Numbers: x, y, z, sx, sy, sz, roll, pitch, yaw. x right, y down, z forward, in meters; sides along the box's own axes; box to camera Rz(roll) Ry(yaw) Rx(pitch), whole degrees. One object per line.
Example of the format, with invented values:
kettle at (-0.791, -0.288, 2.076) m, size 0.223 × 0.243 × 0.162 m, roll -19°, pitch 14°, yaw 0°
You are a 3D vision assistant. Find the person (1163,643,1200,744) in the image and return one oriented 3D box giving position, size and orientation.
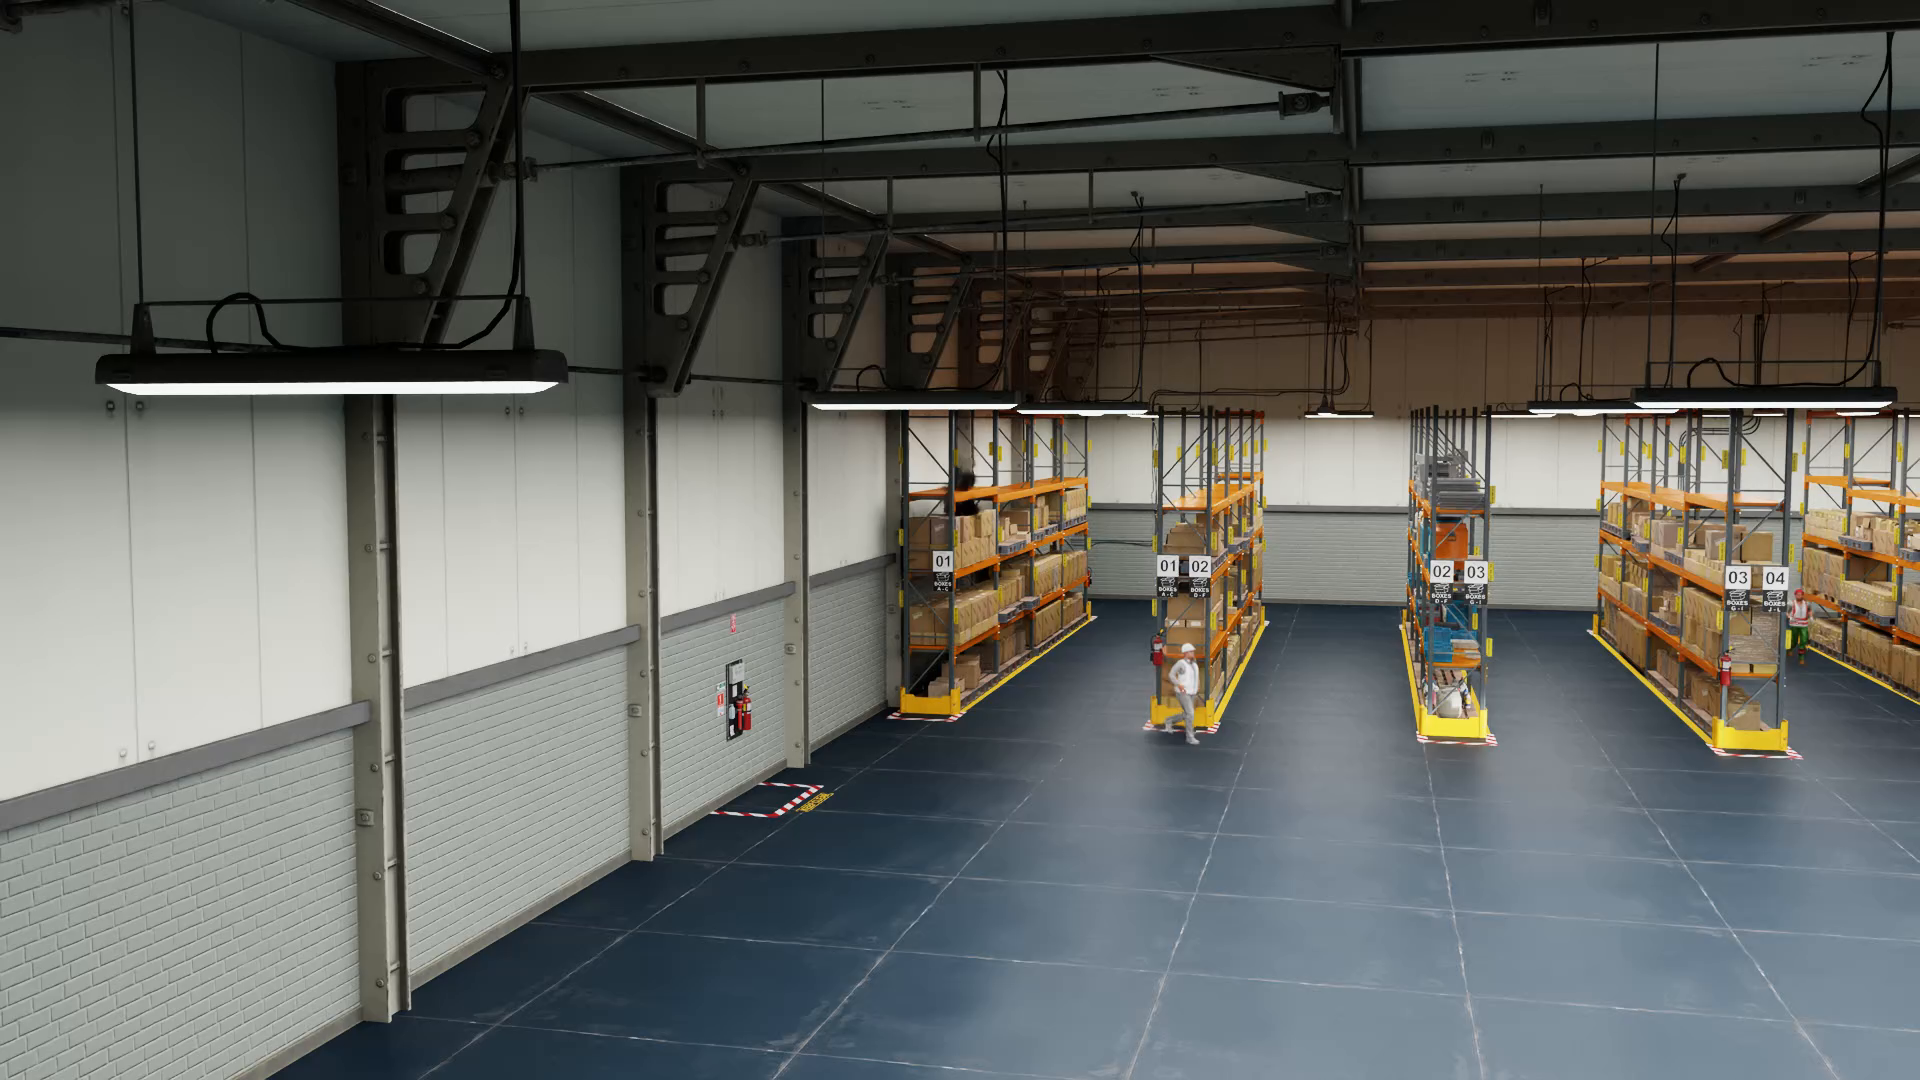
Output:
person at (4.014, 2.729, 29.775) m, size 0.857 × 1.773 × 0.684 m, roll 4°, pitch 6°, yaw 43°

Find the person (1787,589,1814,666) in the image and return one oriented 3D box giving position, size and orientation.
person at (19.738, 2.032, 39.109) m, size 0.672 × 1.760 × 0.993 m, roll 1°, pitch 4°, yaw 12°
